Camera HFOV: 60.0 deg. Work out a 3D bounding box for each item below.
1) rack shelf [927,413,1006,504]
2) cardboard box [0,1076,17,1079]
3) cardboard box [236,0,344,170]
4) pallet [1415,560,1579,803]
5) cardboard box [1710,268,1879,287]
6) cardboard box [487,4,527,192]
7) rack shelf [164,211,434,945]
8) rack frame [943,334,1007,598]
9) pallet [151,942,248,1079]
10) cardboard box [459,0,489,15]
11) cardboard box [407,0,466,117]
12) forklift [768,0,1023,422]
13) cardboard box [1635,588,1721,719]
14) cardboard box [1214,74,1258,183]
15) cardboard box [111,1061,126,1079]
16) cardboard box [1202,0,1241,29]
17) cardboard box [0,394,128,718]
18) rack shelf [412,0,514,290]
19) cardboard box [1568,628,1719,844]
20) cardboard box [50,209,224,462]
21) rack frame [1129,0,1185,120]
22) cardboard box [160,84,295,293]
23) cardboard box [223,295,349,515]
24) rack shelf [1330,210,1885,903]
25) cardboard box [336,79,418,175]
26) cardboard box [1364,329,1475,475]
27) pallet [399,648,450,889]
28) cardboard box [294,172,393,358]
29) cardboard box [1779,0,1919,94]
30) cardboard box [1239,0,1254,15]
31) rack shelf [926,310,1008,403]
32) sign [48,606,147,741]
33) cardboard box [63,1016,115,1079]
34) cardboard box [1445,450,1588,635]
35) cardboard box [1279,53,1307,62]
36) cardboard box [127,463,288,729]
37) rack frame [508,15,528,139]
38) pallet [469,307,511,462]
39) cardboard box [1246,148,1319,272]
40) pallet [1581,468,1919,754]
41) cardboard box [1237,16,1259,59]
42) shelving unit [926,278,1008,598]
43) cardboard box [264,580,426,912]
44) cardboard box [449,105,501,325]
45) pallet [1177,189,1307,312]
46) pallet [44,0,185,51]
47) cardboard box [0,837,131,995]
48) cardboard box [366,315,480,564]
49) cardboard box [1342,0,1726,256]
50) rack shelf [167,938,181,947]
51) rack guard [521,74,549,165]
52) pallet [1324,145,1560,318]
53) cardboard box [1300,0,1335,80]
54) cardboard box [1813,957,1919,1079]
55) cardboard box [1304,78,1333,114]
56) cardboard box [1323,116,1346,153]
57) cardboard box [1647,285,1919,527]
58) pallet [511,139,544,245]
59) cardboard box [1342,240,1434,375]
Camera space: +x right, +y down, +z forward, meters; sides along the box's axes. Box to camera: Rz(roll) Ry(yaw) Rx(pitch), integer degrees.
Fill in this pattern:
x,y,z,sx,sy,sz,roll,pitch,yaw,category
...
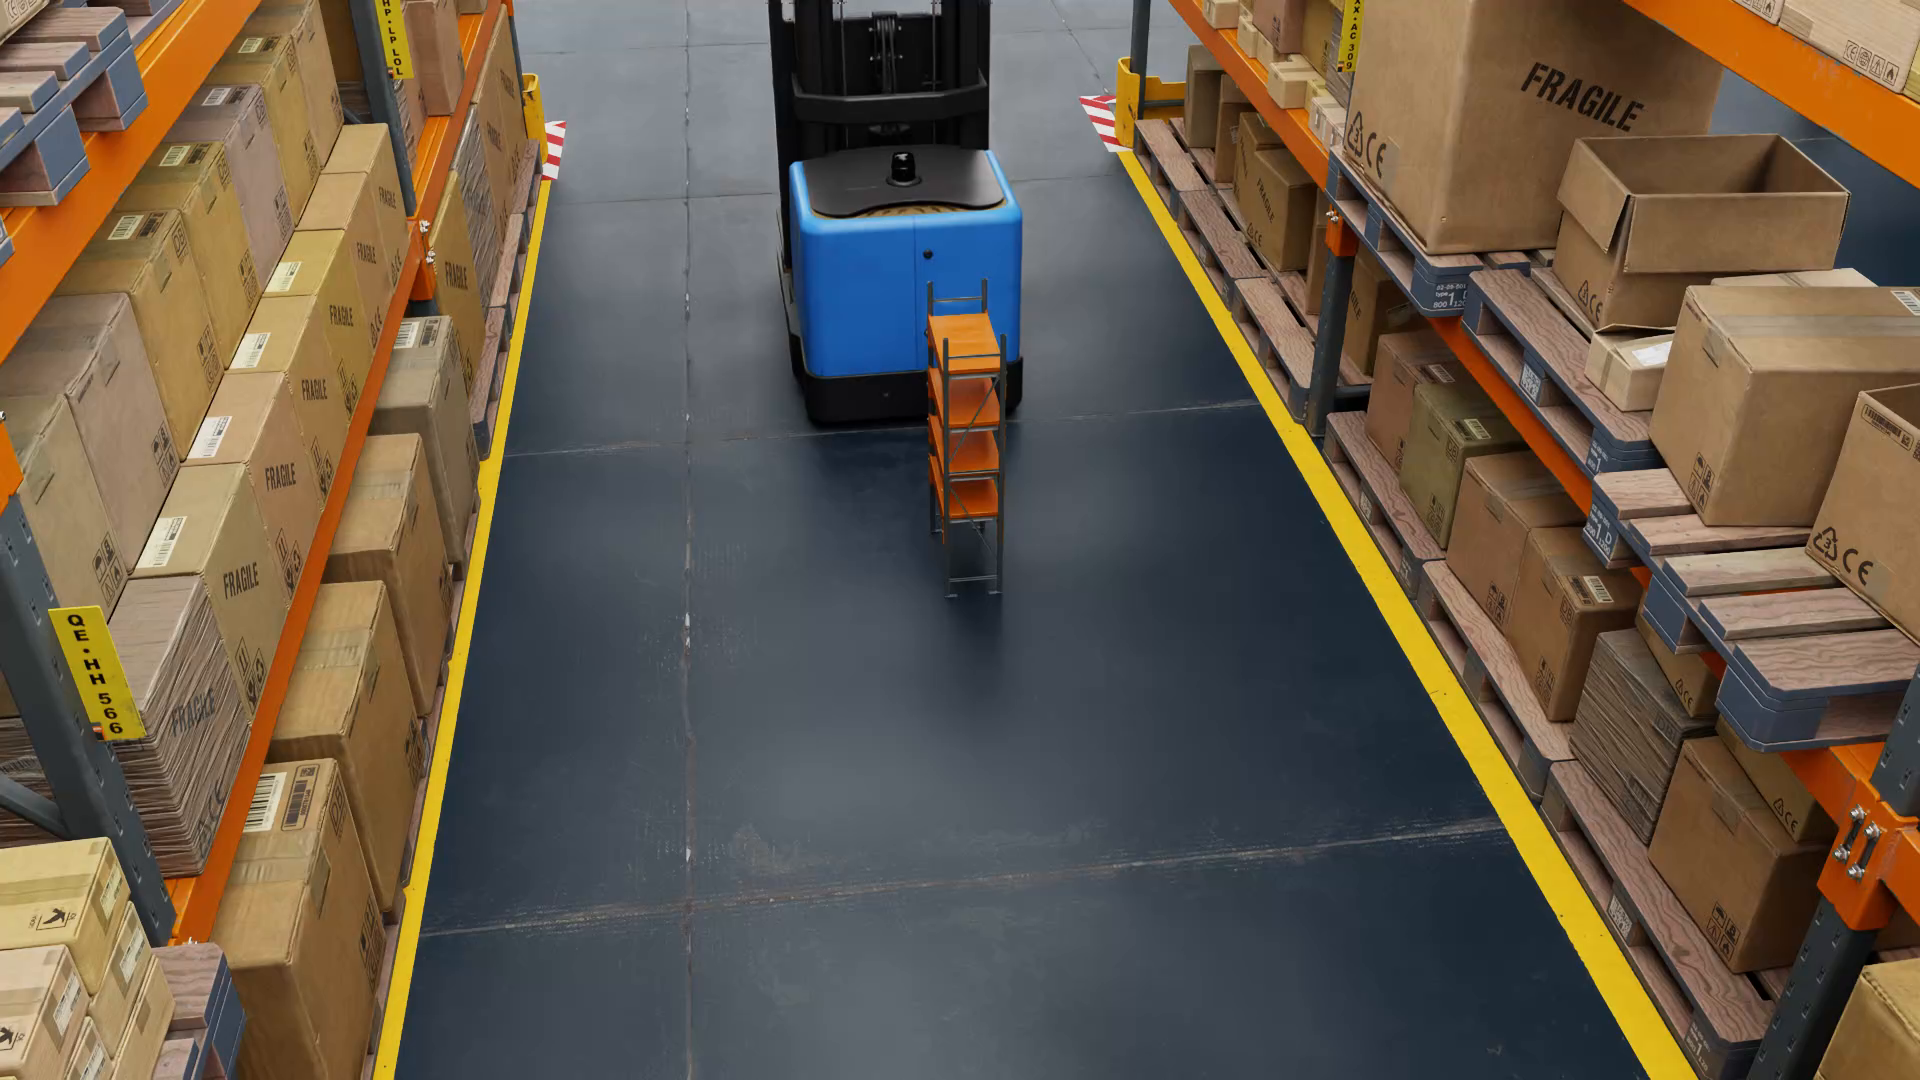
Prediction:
x,y,z,sx,sy,sz,roll,pitch,yaw,category
0.022,-0.348,6.814,0.258,0.148,0.480,-4,35,-6,rack shelf
-1.632,0.965,2.492,0.380,0.149,0.250,-3,34,-5,cardboard box
-2.684,-1.654,6.037,0.700,0.500,0.500,-5,35,-7,cardboard box
2.445,0.473,6.368,1.003,0.211,1.213,-4,35,-6,pallet
2.712,-0.628,5.268,0.500,0.250,0.500,-5,35,-8,cardboard box
-3.138,-2.631,9.960,0.875,0.875,0.875,-4,34,-6,cardboard box
-2.488,-0.063,5.318,1.077,0.370,4.000,-4,35,-6,rack shelf
0.055,-0.267,6.577,0.240,1.200,0.015,-4,35,-6,rack frame
-2.018,1.225,2.960,1.213,0.211,1.003,-4,35,-6,pallet
-3.105,-3.262,9.239,0.875,0.550,0.550,-4,35,-6,cardboard box
-2.871,-2.359,7.914,0.875,0.550,0.550,-4,35,-6,cardboard box
-0.432,-2.595,8.455,1.130,2.935,3.031,-5,35,-7,forklift
2.508,0.311,5.293,0.500,0.250,0.500,-1,34,-1,cardboard box
1.815,-2.488,10.083,0.500,0.500,0.500,4,35,6,cardboard box
-1.666,1.065,2.873,0.380,0.149,0.250,-4,35,-7,cardboard box
1.541,-2.902,9.068,0.380,0.149,0.250,-4,35,-6,cardboard box
-2.270,0.050,3.536,0.700,0.500,0.500,-5,35,-7,cardboard box
-3.026,-2.295,8.593,1.077,0.370,4.000,-4,35,-6,rack shelf
2.512,0.607,5.525,0.700,0.500,0.500,-7,35,-10,cardboard box
-2.410,-0.518,4.370,0.700,0.500,0.500,-5,35,-7,cardboard box
1.634,-4.028,10.497,1.000,3.000,0.127,-4,35,-6,rack frame
-2.546,-1.085,5.202,0.700,0.500,0.500,-4,34,-6,cardboard box
-2.215,-0.400,5.084,0.500,0.500,0.500,-5,35,-7,cardboard box
2.440,-0.382,5.786,1.077,0.370,4.000,-4,35,-6,rack shelf
-2.818,-1.743,7.011,0.875,0.550,0.550,-4,35,-6,cardboard box
2.233,-0.600,7.296,0.700,0.500,0.500,-7,35,-10,cardboard box
-2.411,0.783,5.913,1.003,0.211,1.213,-4,35,-6,pallet
-2.354,-0.965,5.913,0.500,0.500,0.500,-5,35,-7,cardboard box
2.322,-1.264,3.910,0.500,0.250,0.500,-4,35,-7,cardboard box
1.947,-3.051,8.710,0.875,0.500,0.500,-4,35,-6,cardboard box
0.022,-0.728,6.555,0.258,0.148,0.480,-4,35,-6,rack shelf
-1.683,0.264,3.242,0.100,0.325,0.005,-4,35,-6,sign
-1.664,0.953,2.774,0.380,0.149,0.250,-3,34,-5,cardboard box
2.354,-0.020,6.445,0.700,0.500,0.500,-7,35,-10,cardboard box
1.806,-2.354,8.264,0.380,0.149,0.250,-4,35,-6,cardboard box
-2.083,0.160,4.263,0.500,0.500,0.500,-5,35,-7,cardboard box
-3.295,-3.708,10.028,1.000,3.000,0.127,-4,35,-6,rack frame
-2.782,-0.754,8.169,1.003,0.211,1.213,-4,35,-6,pallet
1.911,-1.822,9.107,0.500,0.500,0.500,-7,35,-11,cardboard box
2.508,0.126,4.572,1.213,0.211,1.003,-4,35,-6,pallet
1.664,-2.628,8.665,0.380,0.149,0.250,-4,35,-6,cardboard box
0.022,-0.403,6.777,0.258,1.200,0.503,-4,35,-6,shelving unit
-2.333,0.678,5.217,1.050,0.750,0.750,-4,34,-6,cardboard box
-2.897,-1.631,8.493,0.875,0.875,0.875,-4,34,-6,cardboard box
1.879,-1.698,9.554,1.003,0.211,1.213,-4,35,-6,pallet
-2.512,-1.385,4.123,1.003,0.211,1.213,-3,34,-4,pallet
-1.699,0.679,2.912,0.380,0.149,0.250,-6,35,-8,cardboard box
-2.584,-0.381,6.770,1.050,0.750,0.750,-5,35,-7,cardboard box
2.140,-1.763,6.268,1.000,1.000,1.000,-4,34,-6,cardboard box
-1.950,2.169,2.042,1.077,0.370,4.000,-4,35,-6,rack shelf
-3.298,-2.689,10.752,1.175,0.500,0.348,-4,35,-6,rack guard
2.130,-1.279,6.633,1.003,0.211,1.213,-4,35,-6,pallet
2.140,-2.497,7.898,0.875,0.500,0.500,-4,35,-6,cardboard box
2.782,1.528,3.859,1.225,0.875,0.875,-6,35,-9,cardboard box
1.853,-2.074,7.853,0.380,0.149,0.250,-4,35,-6,cardboard box
1.851,-1.789,7.435,0.380,0.149,0.250,-4,35,-6,cardboard box
2.423,-0.381,4.683,0.700,0.500,0.500,0,34,1,cardboard box
-3.110,-2.116,10.167,1.003,0.211,1.213,-4,35,-6,pallet
2.157,-1.162,8.139,0.500,0.500,0.500,-5,35,-8,cardboard box
